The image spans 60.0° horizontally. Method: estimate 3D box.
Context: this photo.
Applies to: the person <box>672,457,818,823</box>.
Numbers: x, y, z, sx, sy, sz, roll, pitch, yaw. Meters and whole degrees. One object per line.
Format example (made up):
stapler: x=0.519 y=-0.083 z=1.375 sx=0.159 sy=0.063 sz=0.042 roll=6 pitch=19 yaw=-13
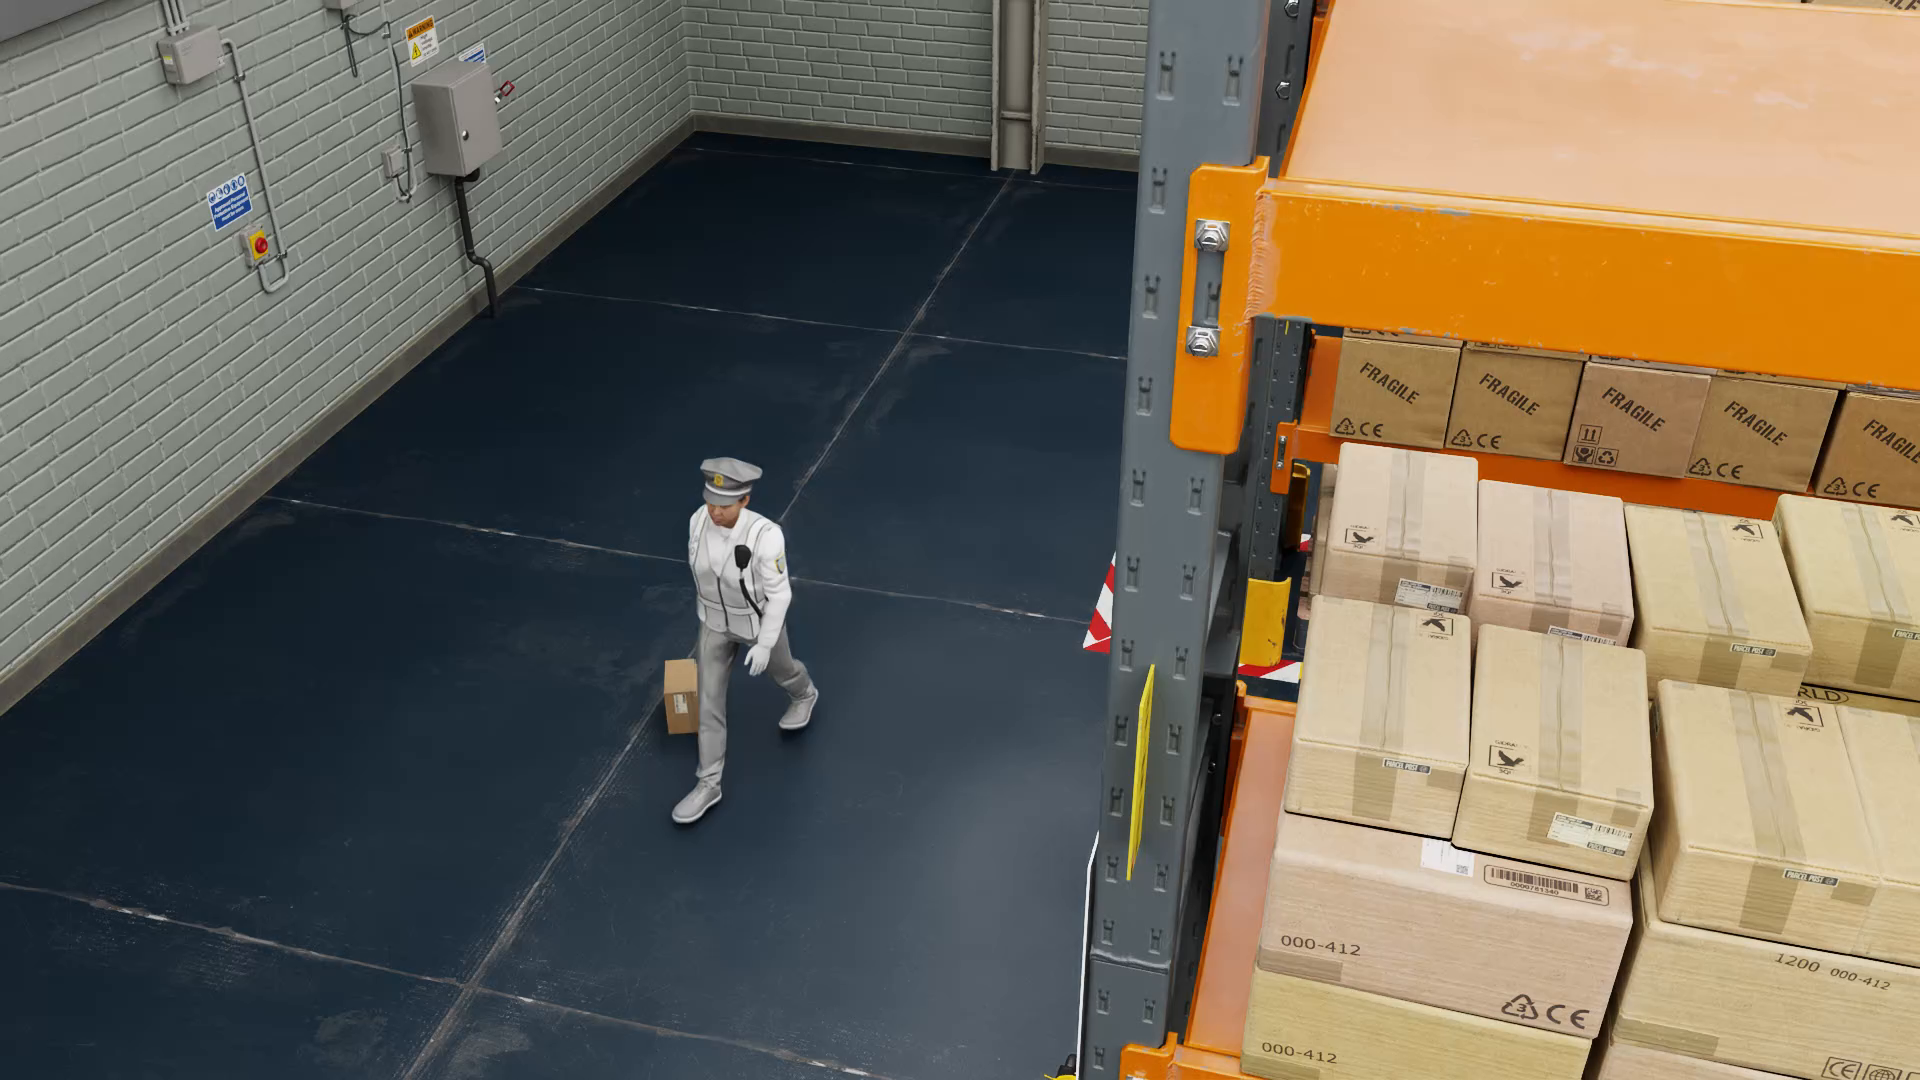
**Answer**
person: x=-0.928 y=0.347 z=7.098 sx=0.485 sy=1.631 sz=0.975 roll=10 pitch=34 yaw=15
